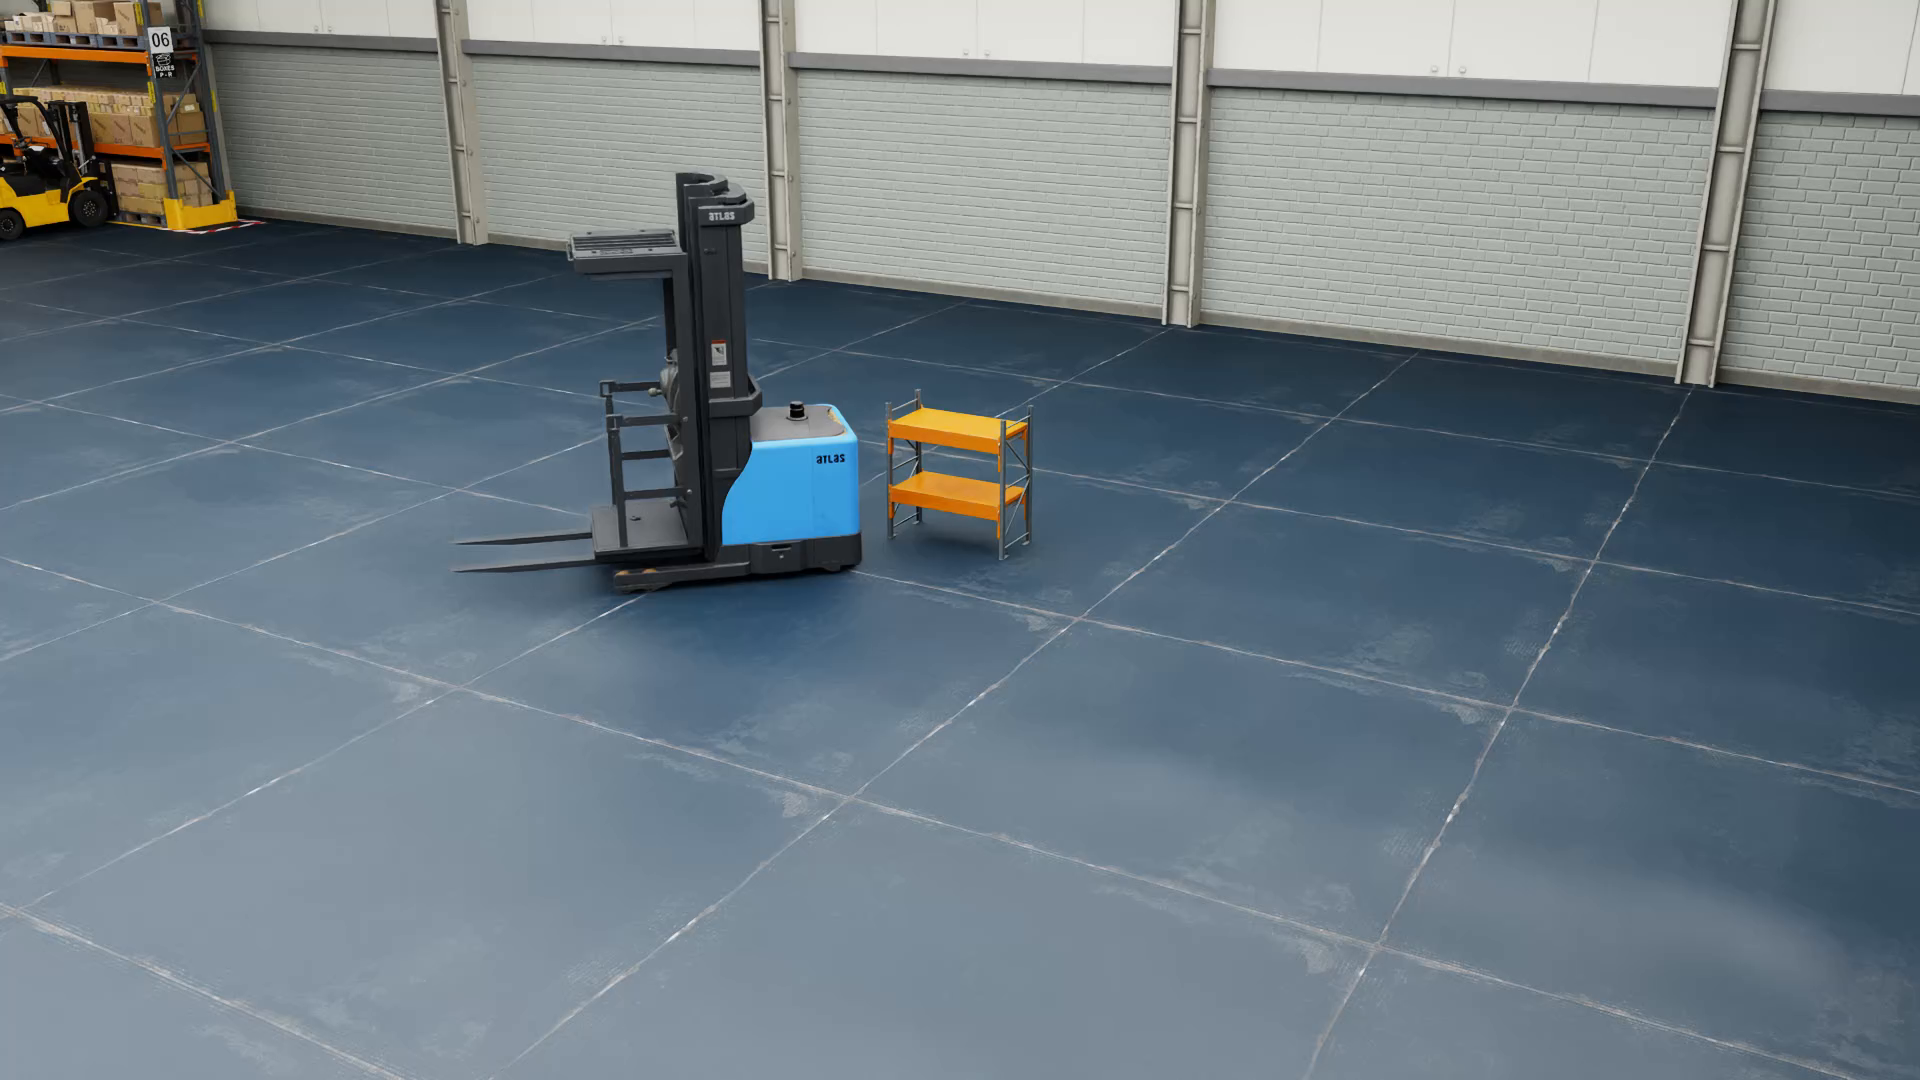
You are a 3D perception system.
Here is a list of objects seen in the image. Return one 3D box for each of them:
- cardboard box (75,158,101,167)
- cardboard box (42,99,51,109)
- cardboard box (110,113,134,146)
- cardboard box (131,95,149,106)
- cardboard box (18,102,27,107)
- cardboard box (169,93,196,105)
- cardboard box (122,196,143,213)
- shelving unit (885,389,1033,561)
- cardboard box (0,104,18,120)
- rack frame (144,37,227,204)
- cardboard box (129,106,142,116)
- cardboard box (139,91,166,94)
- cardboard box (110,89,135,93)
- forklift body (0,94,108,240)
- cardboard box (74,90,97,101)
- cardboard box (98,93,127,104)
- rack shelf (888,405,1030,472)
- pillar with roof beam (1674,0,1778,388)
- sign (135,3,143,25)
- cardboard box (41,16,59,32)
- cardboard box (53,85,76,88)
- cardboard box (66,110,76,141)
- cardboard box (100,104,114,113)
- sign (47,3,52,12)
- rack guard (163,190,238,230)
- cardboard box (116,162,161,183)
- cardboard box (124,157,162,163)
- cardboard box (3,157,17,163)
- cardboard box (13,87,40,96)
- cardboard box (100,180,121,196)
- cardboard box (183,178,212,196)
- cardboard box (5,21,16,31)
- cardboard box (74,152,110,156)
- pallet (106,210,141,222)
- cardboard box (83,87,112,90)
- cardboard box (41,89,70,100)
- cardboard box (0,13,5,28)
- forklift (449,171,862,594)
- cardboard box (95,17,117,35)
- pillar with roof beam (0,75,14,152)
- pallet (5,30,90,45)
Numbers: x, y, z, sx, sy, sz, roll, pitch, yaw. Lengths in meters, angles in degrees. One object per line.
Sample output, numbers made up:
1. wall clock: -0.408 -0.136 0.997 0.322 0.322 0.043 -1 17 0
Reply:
1. cardboard box: -15.117 -6.433 28.650 0.500 0.250 0.500 12 23 29
2. cardboard box: -15.470 -7.479 28.487 0.250 0.149 0.380 11 23 28
3. cardboard box: -13.781 -6.874 27.769 0.500 0.500 0.500 12 23 29
4. cardboard box: -13.421 -7.254 27.431 0.250 0.149 0.380 11 23 27
5. cardboard box: -16.117 -7.620 28.875 0.250 0.149 0.380 10 22 26
6. cardboard box: -12.964 -7.345 27.681 0.250 0.149 0.380 10 22 26
7. cardboard box: -13.769 -5.708 28.120 0.500 0.250 0.500 11 23 27
8. shelving unit: -0.006 -0.530 13.176 1.048 1.125 0.538 11 23 27
9. cardboard box: -16.821 -7.569 29.320 0.500 0.250 0.500 10 22 26
10. rack frame: -12.775 -6.734 27.530 0.127 3.000 1.000 11 23 27
11. cardboard box: -13.452 -7.094 27.425 0.250 0.149 0.380 11 23 28
12. cardboard box: -13.623 -7.484 28.064 0.250 0.149 0.380 11 23 28
13. cardboard box: -14.301 -7.611 28.414 0.250 0.149 0.380 11 23 28
14. forklift body: -15.321 -6.107 27.047 1.214 2.155 2.313 11 23 27
15. cardboard box: -14.744 -7.523 28.171 0.250 0.149 0.380 11 23 28
16. cardboard box: -14.126 -7.364 27.732 0.250 0.149 0.380 11 23 29
17. rack shelf: -0.006 -0.805 13.077 1.000 0.278 0.538 11 23 27
18. pillar with roof beam: 5.909 -4.665 13.030 0.400 9.000 9.100 11 23 27
19. sign: -13.052 -8.364 26.442 0.005 0.325 0.100 11 23 27
20. cardboard box: -15.120 -8.653 27.857 0.258 0.266 0.396 10 22 26
21. cardboard box: -15.643 -7.874 29.138 0.250 0.149 0.380 10 22 26
22. cardboard box: -15.102 -7.129 28.473 0.500 0.500 0.500 11 22 27
23. cardboard box: -14.116 -7.230 27.800 0.250 0.149 0.380 10 22 26
24. sign: -15.998 -9.255 29.207 0.005 0.325 0.100 11 23 27
25. rack guard: -12.754 -5.555 27.946 0.348 0.500 1.175 11 23 27
26. cardboard box: -13.778 -6.176 27.942 0.500 0.250 0.500 11 23 28
27. cardboard box: -13.972 -6.413 28.597 0.500 0.250 0.500 11 22 27
28. cardboard box: -16.728 -6.564 29.928 0.625 0.625 0.875 12 23 30
29. cardboard box: -16.134 -7.750 28.796 0.250 0.149 0.380 11 23 28
30. cardboard box: -14.246 -6.028 28.267 0.500 0.250 0.500 10 22 26
31. cardboard box: -13.085 -6.014 28.228 0.500 0.250 0.500 11 23 28
32. cardboard box: -16.024 -8.771 28.352 0.250 0.149 0.380 11 23 28
33. cardboard box: -15.294 -6.670 29.304 0.500 0.250 0.500 10 22 27
34. pallet: -14.524 -5.741 28.882 1.213 0.211 1.003 11 23 27
35. cardboard box: -14.939 -7.762 28.829 0.250 0.149 0.380 10 22 26
36. cardboard box: -15.460 -7.620 28.439 0.250 0.149 0.380 11 23 28
37. cardboard box: -17.018 -9.060 28.911 0.500 0.311 0.500 10 22 26
38. forklift: -2.325 -1.179 12.316 3.031 2.935 1.130 -5 21 -13
39. cardboard box: -13.868 -8.415 27.200 0.258 0.266 0.396 11 23 27
40. pillar with roof beam: -20.281 -9.654 26.784 0.400 9.000 9.100 11 23 27
41. pallet: -15.510 -8.634 28.498 1.213 0.211 1.003 11 23 27
